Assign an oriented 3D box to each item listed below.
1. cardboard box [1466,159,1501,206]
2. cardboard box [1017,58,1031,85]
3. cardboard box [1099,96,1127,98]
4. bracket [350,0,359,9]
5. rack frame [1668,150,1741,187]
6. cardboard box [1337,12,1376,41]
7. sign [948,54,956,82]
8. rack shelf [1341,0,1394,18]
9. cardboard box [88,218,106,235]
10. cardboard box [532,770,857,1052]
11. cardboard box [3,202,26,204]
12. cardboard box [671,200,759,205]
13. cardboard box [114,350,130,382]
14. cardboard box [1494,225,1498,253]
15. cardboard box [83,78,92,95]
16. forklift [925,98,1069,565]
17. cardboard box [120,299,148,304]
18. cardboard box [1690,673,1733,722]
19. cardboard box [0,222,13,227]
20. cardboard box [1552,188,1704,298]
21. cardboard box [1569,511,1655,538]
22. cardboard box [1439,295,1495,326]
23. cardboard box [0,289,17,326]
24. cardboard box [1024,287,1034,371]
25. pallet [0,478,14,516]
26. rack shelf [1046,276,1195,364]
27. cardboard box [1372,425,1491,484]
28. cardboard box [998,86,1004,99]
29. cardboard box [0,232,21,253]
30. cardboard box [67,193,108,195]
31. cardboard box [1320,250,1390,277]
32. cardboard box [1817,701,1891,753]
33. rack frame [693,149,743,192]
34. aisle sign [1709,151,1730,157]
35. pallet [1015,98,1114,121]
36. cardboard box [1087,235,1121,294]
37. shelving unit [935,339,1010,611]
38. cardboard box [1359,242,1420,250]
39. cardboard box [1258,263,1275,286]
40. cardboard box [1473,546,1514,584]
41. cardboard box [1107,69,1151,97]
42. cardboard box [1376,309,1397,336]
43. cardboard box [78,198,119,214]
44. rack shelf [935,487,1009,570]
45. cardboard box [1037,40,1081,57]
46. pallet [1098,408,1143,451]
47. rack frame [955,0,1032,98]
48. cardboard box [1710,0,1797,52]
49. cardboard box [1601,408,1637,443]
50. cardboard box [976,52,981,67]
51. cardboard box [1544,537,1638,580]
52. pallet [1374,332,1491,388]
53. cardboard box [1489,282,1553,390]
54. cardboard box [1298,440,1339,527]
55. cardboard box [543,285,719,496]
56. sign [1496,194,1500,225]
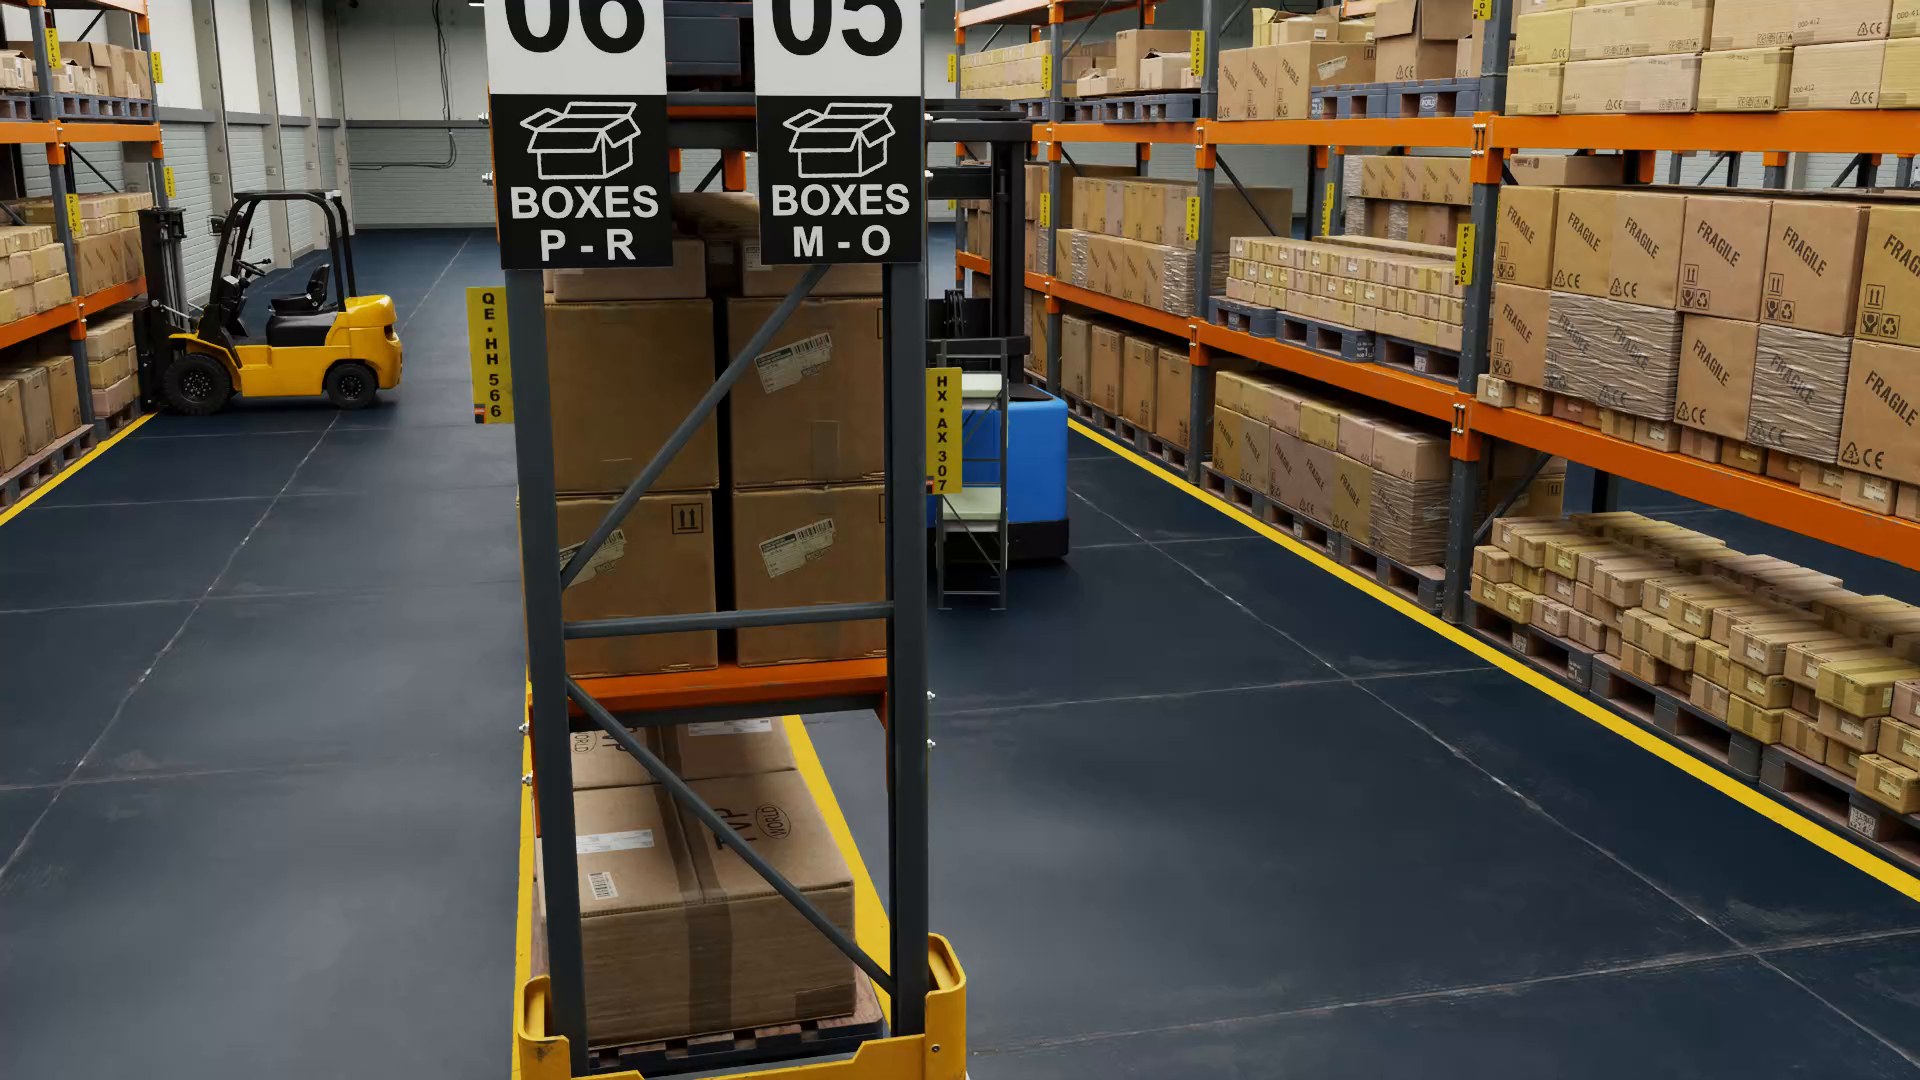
[{"bbox_3d":[5.857,-3.877,18.031,0.500,0.500,0.500,-3,14,-13],"label":"cardboard box"},{"bbox_3d":[0.901,-4.854,17.248,0.500,0.250,0.500,-3,14,-13],"label":"cardboard box"},{"bbox_3d":[1.630,-4.547,16.832,0.380,0.149,0.250,-4,14,-14],"label":"cardboard box"},{"bbox_3d":[-17.234,-15.238,47.252,0.235,0.232,0.430,-3,14,-13],"label":"bracket"},{"bbox_3d":[10.105,-4.309,22.742,1.000,3.000,0.127,-3,14,-13],"label":"rack frame"},{"bbox_3d":[2.807,-3.615,11.760,0.396,0.266,0.258,-3,14,-13],"label":"cardboard box"},{"bbox_3d":[-0.096,-5.670,19.986,0.100,0.325,0.005,-3,14,-13],"label":"sign"},{"bbox_3d":[5.760,-6.134,19.097,1.077,0.370,4.000,-3,14,-13],"label":"rack shelf"},{"bbox_3d":[-8.183,-2.911,15.444,0.380,0.149,0.250,-3,14,-12],"label":"cardboard box"},{"bbox_3d":[-0.837,1.105,5.098,0.875,0.438,0.875,-4,14,-15],"label":"cardboard box"},{"bbox_3d":[-8.809,-3.020,15.262,0.380,0.149,0.250,-4,14,-14],"label":"cardboard box"},{"bbox_3d":[-0.966,-1.270,6.620,0.380,0.149,0.250,-3,14,-14],"label":"cardboard box"},{"bbox_3d":[-8.161,-1.636,15.658,0.500,0.250,0.500,-3,14,-13],"label":"cardboard box"},{"bbox_3d":[6.184,-3.410,18.227,0.875,0.500,0.500,-3,14,-13],"label":"cardboard box"},{"bbox_3d":[-8.218,-4.165,15.269,0.380,0.149,0.250,-3,14,-11],"label":"cardboard box"},{"bbox_3d":[-0.154,-1.569,11.673,1.130,2.935,3.031,-3,14,-14],"label":"forklift"},{"bbox_3d":[-8.755,-2.468,18.009,0.500,0.250,0.500,-3,14,-11],"label":"cardboard box"},{"bbox_3d":[3.503,0.688,7.414,0.380,0.149,0.250,-3,14,-12],"label":"cardboard box"},{"bbox_3d":[-8.552,-2.703,14.594,0.380,0.149,0.250,-3,14,-13],"label":"cardboard box"},{"bbox_3d":[3.269,-1.453,8.111,0.500,0.500,0.500,-4,14,-15],"label":"cardboard box"},{"bbox_3d":[3.600,-0.052,9.186,0.380,0.149,0.250,-3,14,-12],"label":"cardboard box"},{"bbox_3d":[2.978,-1.318,9.520,0.380,0.149,0.250,-3,14,-11],"label":"cardboard box"},{"bbox_3d":[-7.515,-1.755,12.605,0.500,0.250,0.500,-3,14,-11],"label":"cardboard box"},{"bbox_3d":[1.090,-2.385,18.461,0.875,0.875,0.875,-3,14,-13],"label":"cardboard box"},{"bbox_3d":[-7.443,-0.195,11.778,1.003,0.211,1.213,-3,14,-13],"label":"pallet"},{"bbox_3d":[1.855,-2.046,14.996,1.077,0.370,4.000,-3,14,-13],"label":"rack shelf"},{"bbox_3d":[2.843,-0.523,10.048,0.500,0.250,0.500,-4,14,-15],"label":"cardboard box"},{"bbox_3d":[0.629,-4.862,18.123,0.380,0.149,0.250,-3,14,-13],"label":"cardboard box"},{"bbox_3d":[-7.655,-2.342,13.115,0.380,0.149,0.250,-4,14,-15],"label":"cardboard box"},{"bbox_3d":[-9.295,-3.621,17.725,0.380,0.149,0.250,-4,14,-14],"label":"cardboard box"},{"bbox_3d":[2.610,-1.826,10.974,0.380,0.149,0.250,-3,14,-14],"label":"cardboard box"},{"bbox_3d":[3.678,0.723,6.645,0.380,0.149,0.250,-4,14,-15],"label":"cardboard box"},{"bbox_3d":[-1.524,-0.712,8.020,1.000,3.000,0.127,-3,14,-13],"label":"rack frame"},{"bbox_3d":[10.377,-5.605,22.569,0.394,0.787,0.004,-3,14,-13],"label":"aisle sign"},{"bbox_3d":[1.203,-4.460,17.228,1.003,0.211,1.213,-3,14,-13],"label":"pallet"},{"bbox_3d":[1.481,-2.537,15.280,0.500,0.500,0.500,-3,14,-13],"label":"cardboard box"},{"bbox_3d":[0.076,-0.406,9.927,0.431,1.500,0.755,0,14,1],"label":"shelving unit"},{"bbox_3d":[3.070,-2.037,11.837,0.380,0.149,0.250,-3,14,-12],"label":"cardboard box"},{"bbox_3d":[2.374,-1.914,11.958,0.380,0.149,0.250,-4,14,-15],"label":"cardboard box"},{"bbox_3d":[3.038,0.127,9.083,0.380,0.149,0.250,-3,14,-11],"label":"cardboard box"},{"bbox_3d":[1.706,-4.339,15.769,0.500,0.250,0.500,-3,14,-13],"label":"cardboard box"},{"bbox_3d":[2.801,-1.349,10.272,0.380,0.149,0.250,-4,14,-16],"label":"cardboard box"},{"bbox_3d":[-8.512,-3.286,16.354,0.380,0.149,0.250,-3,14,-12],"label":"cardboard box"},{"bbox_3d":[0.076,-0.089,10.005,0.431,0.370,0.720,0,14,1],"label":"rack shelf"},{"bbox_3d":[0.989,-4.898,16.589,0.380,0.149,0.250,-3,14,-14],"label":"cardboard box"},{"bbox_3d":[1.929,-1.046,15.264,1.003,0.211,1.213,-3,14,-13],"label":"pallet"},{"bbox_3d":[0.445,-6.694,19.864,1.000,3.000,0.127,-3,14,-13],"label":"rack frame"},{"bbox_3d":[3.501,-2.161,6.893,0.500,0.250,0.500,-4,14,-16],"label":"cardboard box"},{"bbox_3d":[3.312,-0.566,7.955,0.380,0.149,0.250,-3,14,-12],"label":"cardboard box"},{"bbox_3d":[0.391,-5.484,18.988,0.380,0.149,0.250,-3,14,-13],"label":"cardboard box"},{"bbox_3d":[3.258,0.094,8.589,0.380,0.149,0.250,-3,14,-14],"label":"cardboard box"},{"bbox_3d":[3.226,-1.102,10.023,1.003,0.211,1.213,-3,14,-13],"label":"pallet"},{"bbox_3d":[3.135,-1.076,8.673,0.500,0.500,0.500,-4,14,-14],"label":"cardboard box"},{"bbox_3d":[2.609,-0.394,11.103,0.500,0.500,0.500,-4,14,-14],"label":"cardboard box"},{"bbox_3d":[-0.929,-0.421,4.514,0.500,0.500,0.500,-3,14,-11],"label":"cardboard box"},{"bbox_3d":[5.704,-3.498,17.601,0.100,0.325,0.005,-3,14,-13],"label":"sign"}]
